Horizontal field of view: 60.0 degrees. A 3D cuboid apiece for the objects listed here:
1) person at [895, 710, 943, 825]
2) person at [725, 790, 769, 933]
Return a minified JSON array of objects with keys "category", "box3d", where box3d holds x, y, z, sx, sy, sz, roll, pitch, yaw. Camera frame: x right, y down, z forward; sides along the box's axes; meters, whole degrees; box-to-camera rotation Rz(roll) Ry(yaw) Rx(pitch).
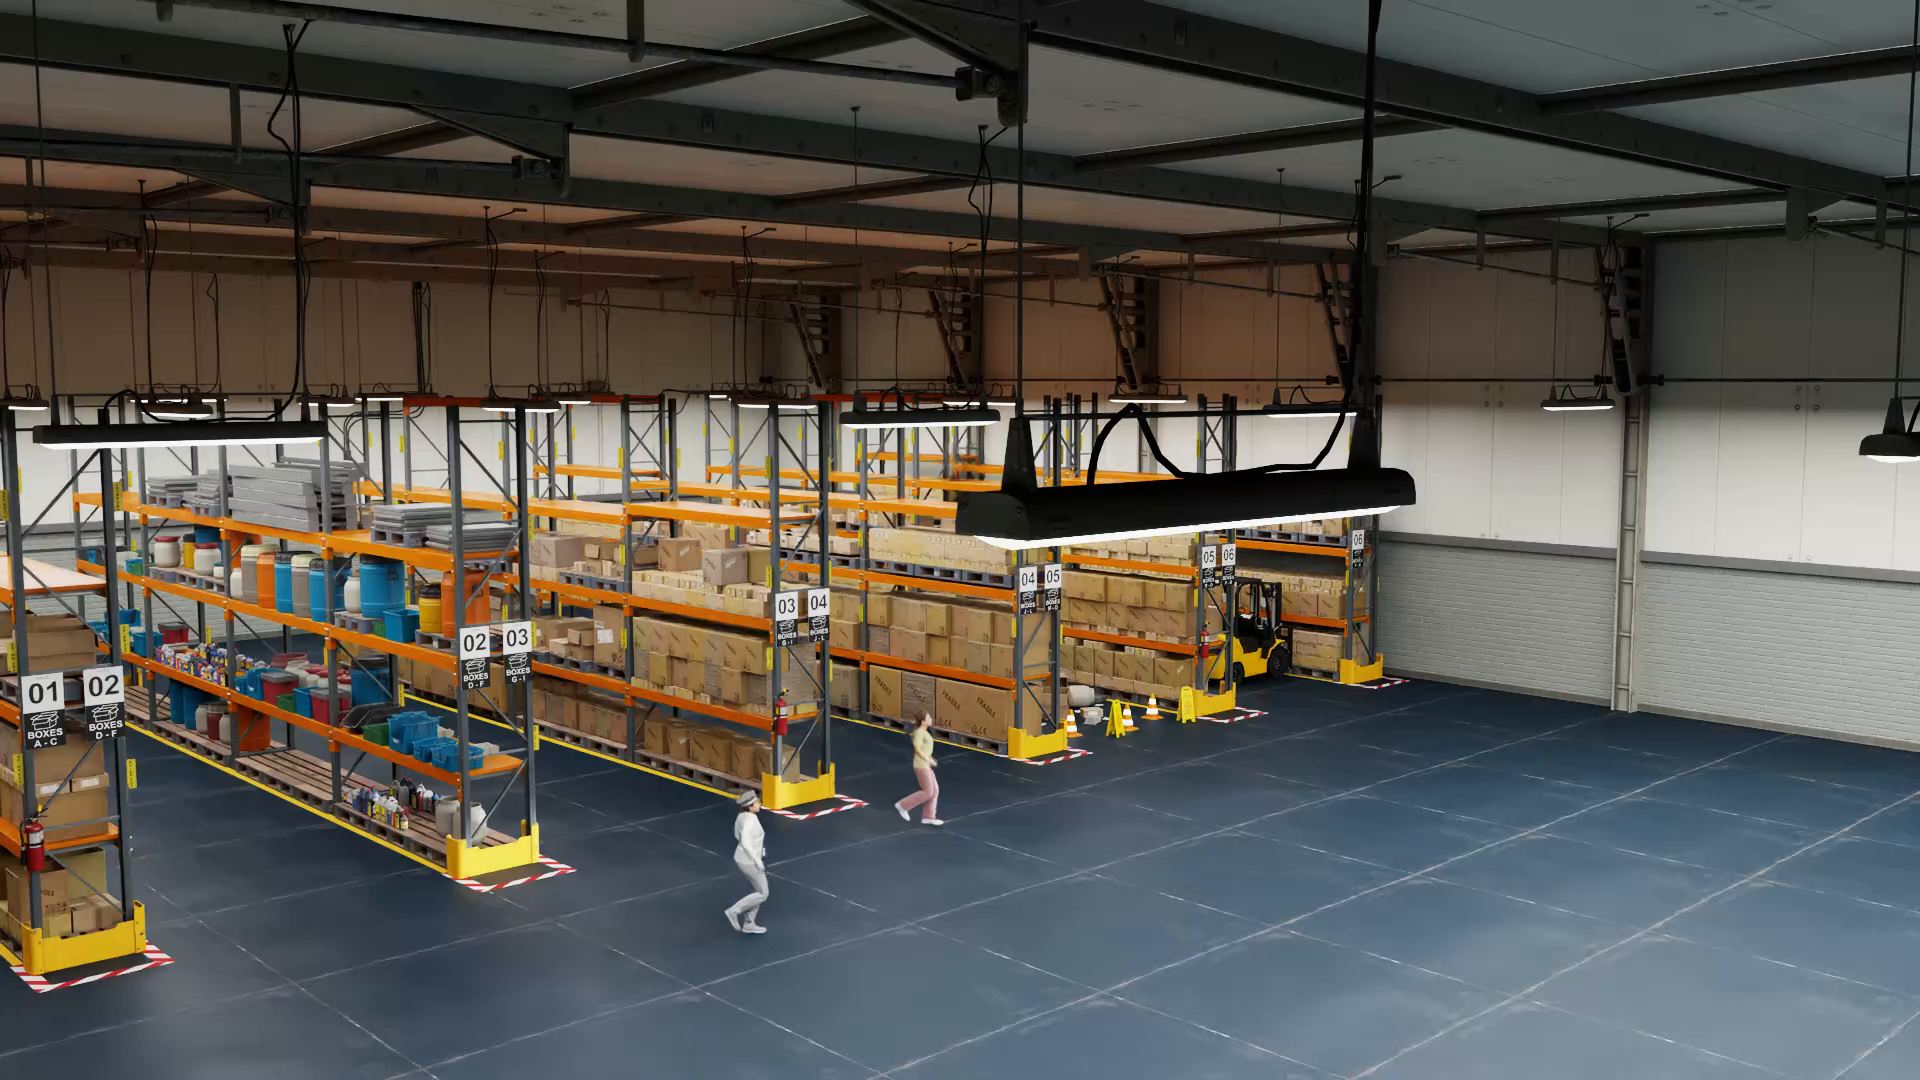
[{"category":"person","box3d":[-0.582,3.234,23.654,0.686,1.654,0.602,0,6,-2]},{"category":"person","box3d":[-2.448,3.678,18.986,0.550,1.671,0.635,-2,6,-21]}]
